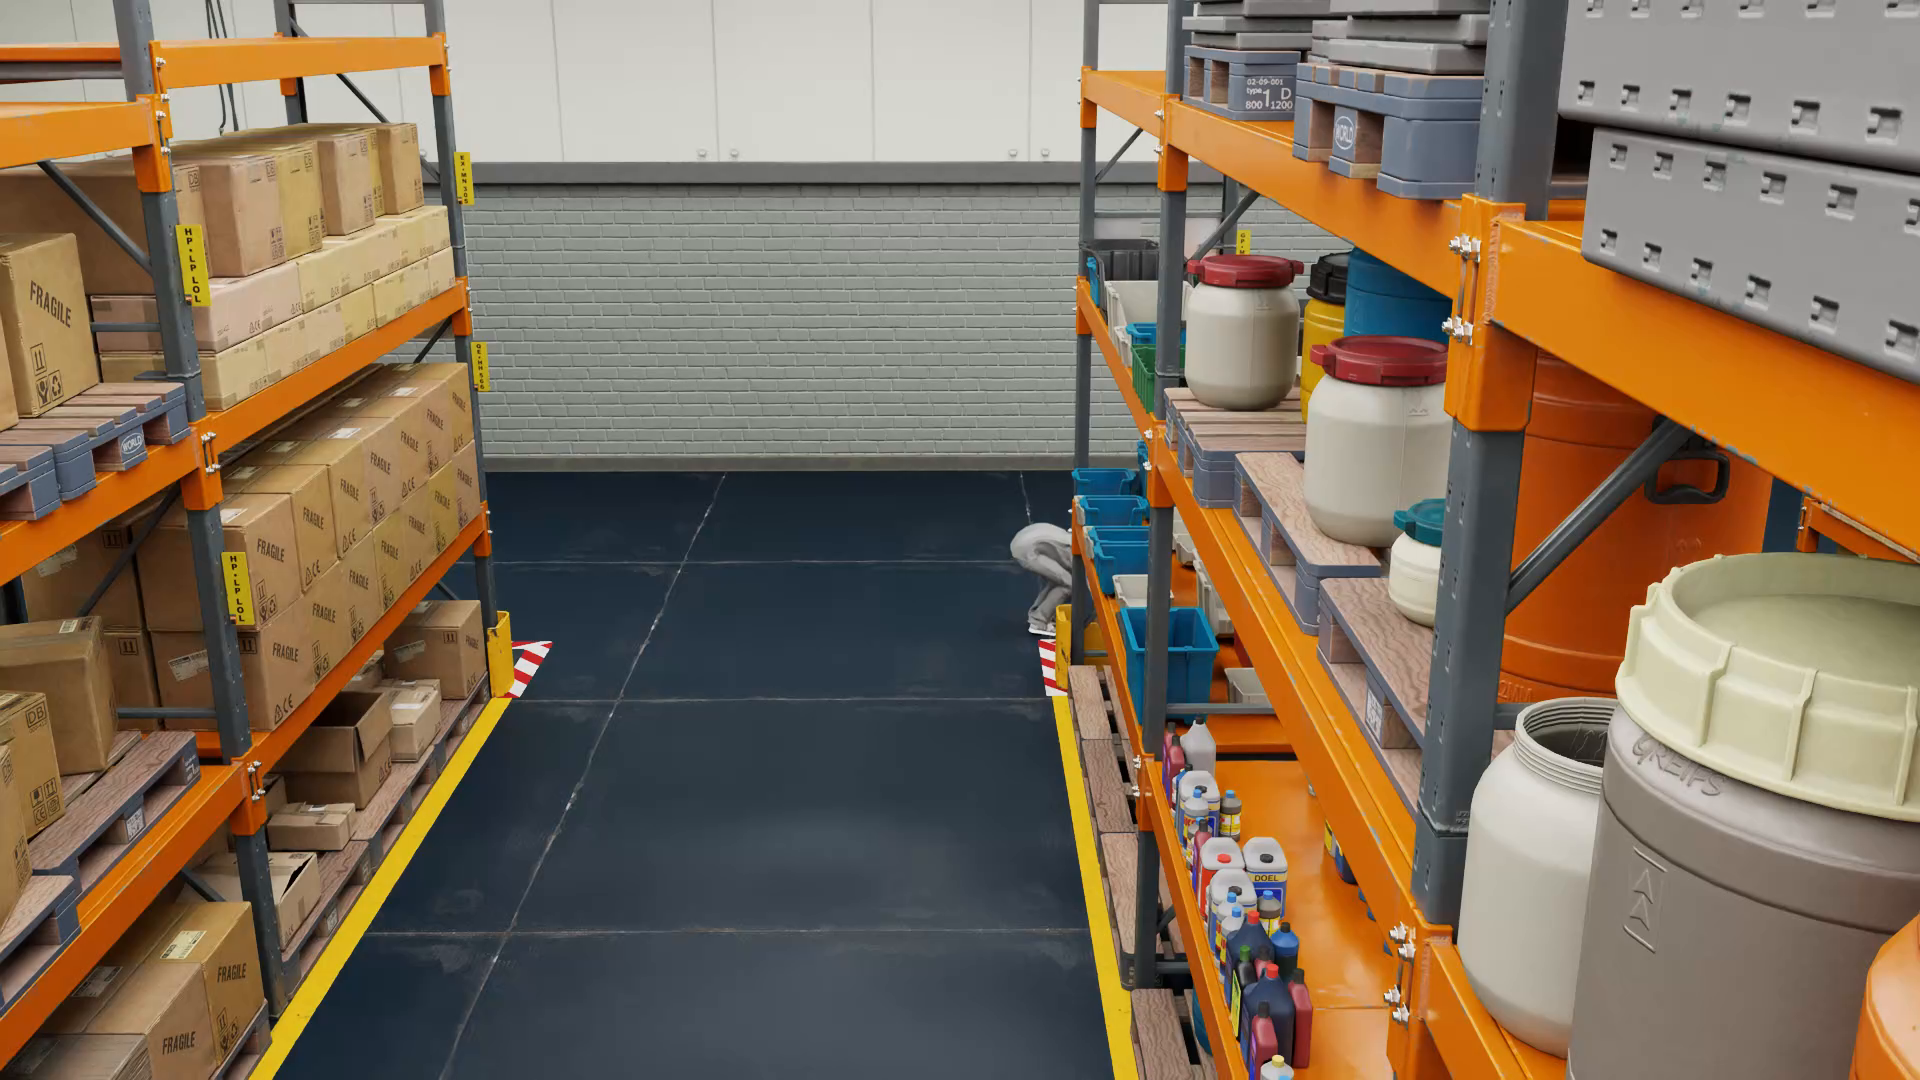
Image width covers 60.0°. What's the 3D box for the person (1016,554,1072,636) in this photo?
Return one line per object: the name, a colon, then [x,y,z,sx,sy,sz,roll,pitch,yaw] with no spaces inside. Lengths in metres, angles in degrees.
person: [0.817,0.350,12.478,0.826,0.680,0.431,0,17,1]
